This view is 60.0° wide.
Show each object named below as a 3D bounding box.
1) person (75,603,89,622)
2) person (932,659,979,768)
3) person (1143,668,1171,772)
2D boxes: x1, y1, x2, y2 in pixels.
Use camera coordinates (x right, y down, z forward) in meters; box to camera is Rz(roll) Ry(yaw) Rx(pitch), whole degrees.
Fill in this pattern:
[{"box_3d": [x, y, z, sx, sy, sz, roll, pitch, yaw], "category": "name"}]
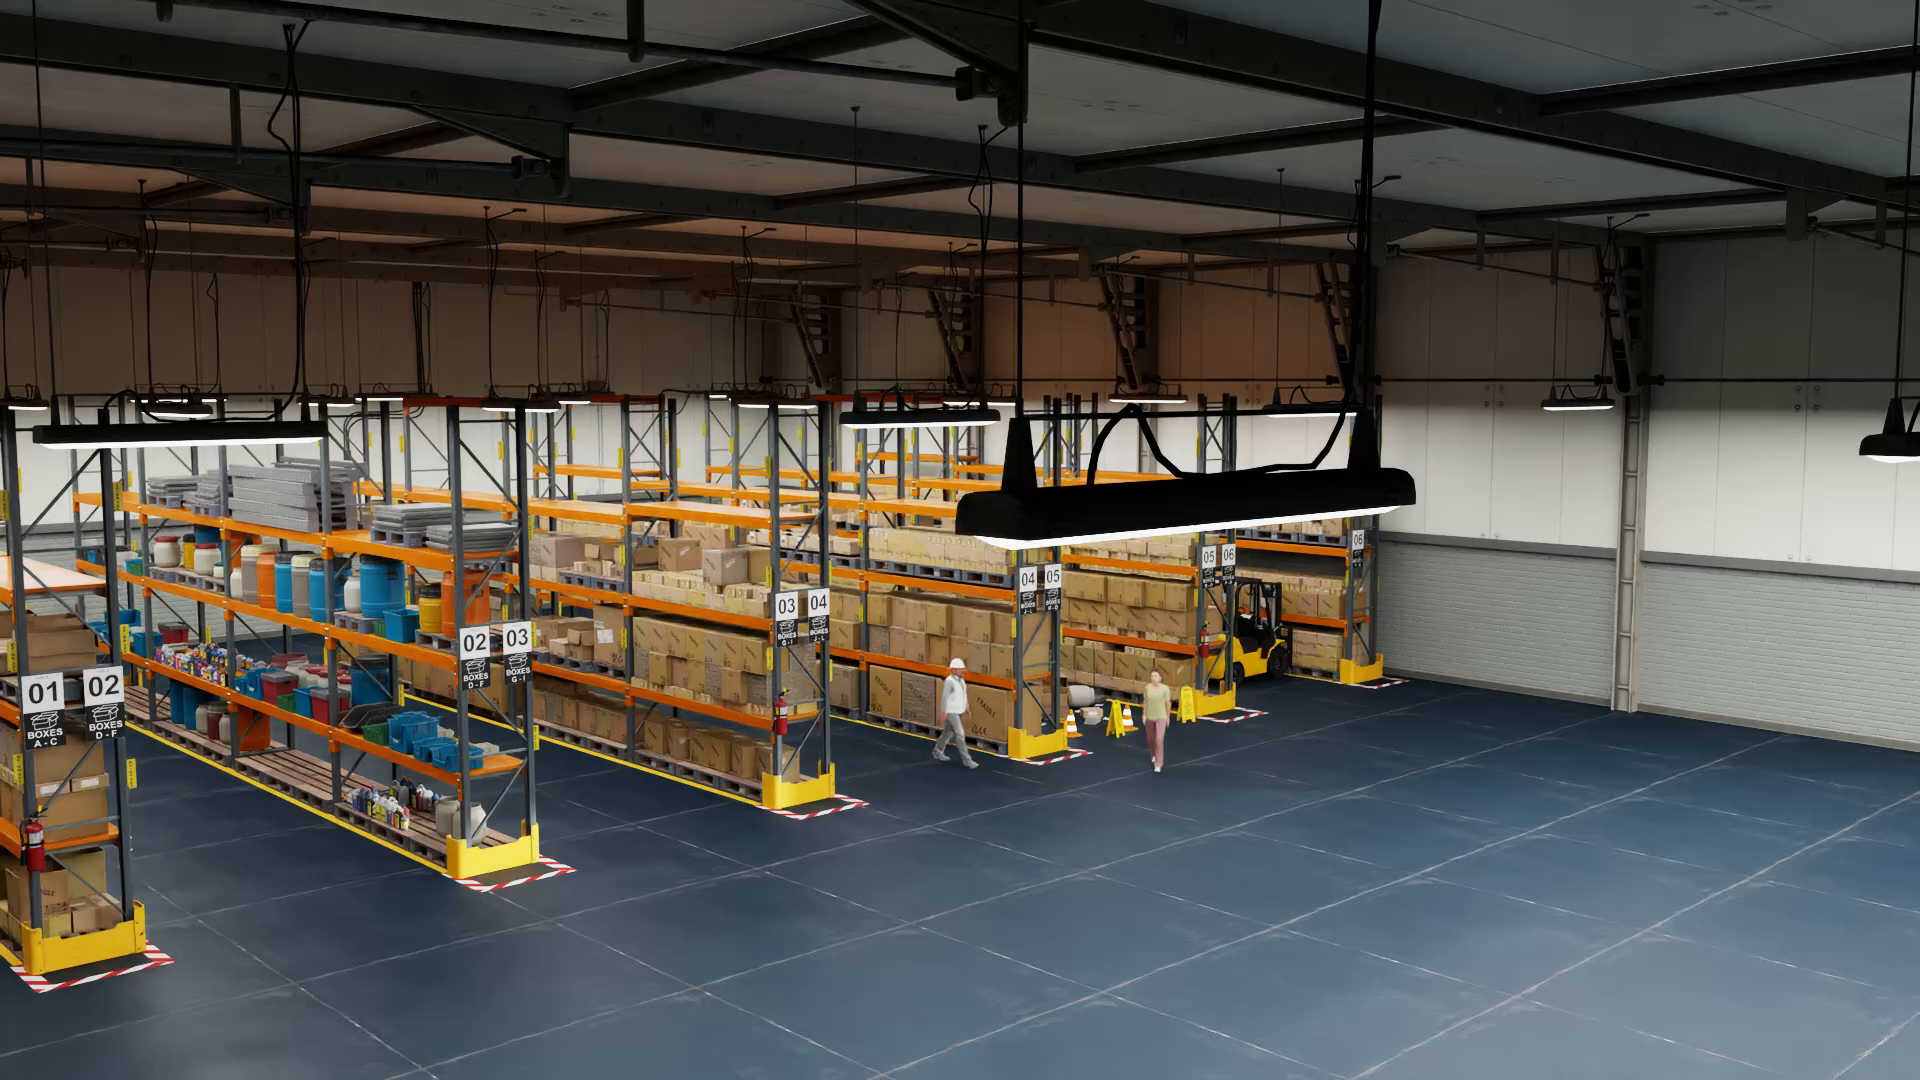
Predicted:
[{"box_3d": [-18.890, 2.107, 35.534, 0.765, 1.564, 0.421, -1, 6, -11], "category": "person"}, {"box_3d": [-0.048, 2.804, 27.317, 0.941, 1.726, 0.555, 2, 6, 22], "category": "person"}, {"box_3d": [3.200, 2.895, 27.063, 0.442, 1.643, 0.836, 3, 6, 26], "category": "person"}]
